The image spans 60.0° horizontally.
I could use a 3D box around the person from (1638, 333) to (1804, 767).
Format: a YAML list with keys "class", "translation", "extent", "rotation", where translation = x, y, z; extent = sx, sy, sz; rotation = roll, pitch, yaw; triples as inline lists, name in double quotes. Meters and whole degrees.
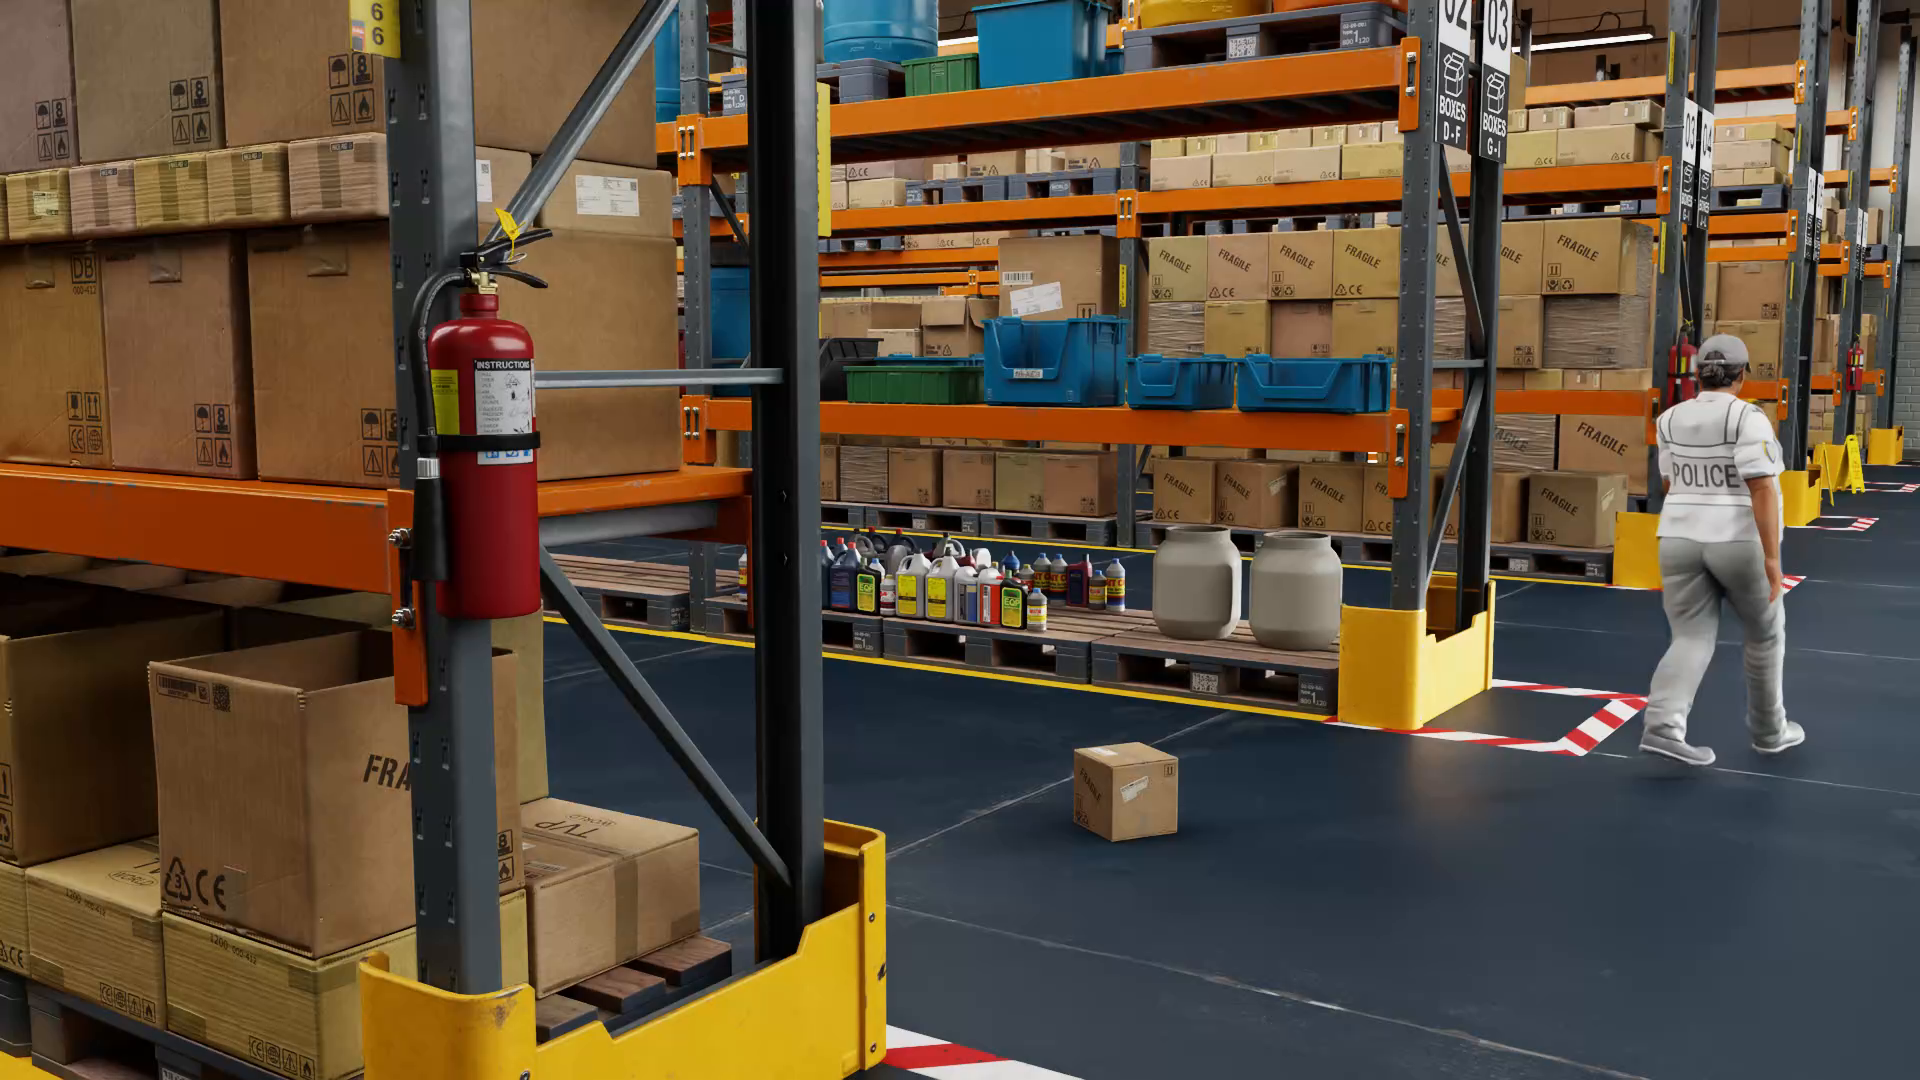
- class: "person"
  translation: [2.902, 0.032, 6.260]
  extent: [0.945, 1.609, 0.556]
  rotation: [-5, 8, -39]
